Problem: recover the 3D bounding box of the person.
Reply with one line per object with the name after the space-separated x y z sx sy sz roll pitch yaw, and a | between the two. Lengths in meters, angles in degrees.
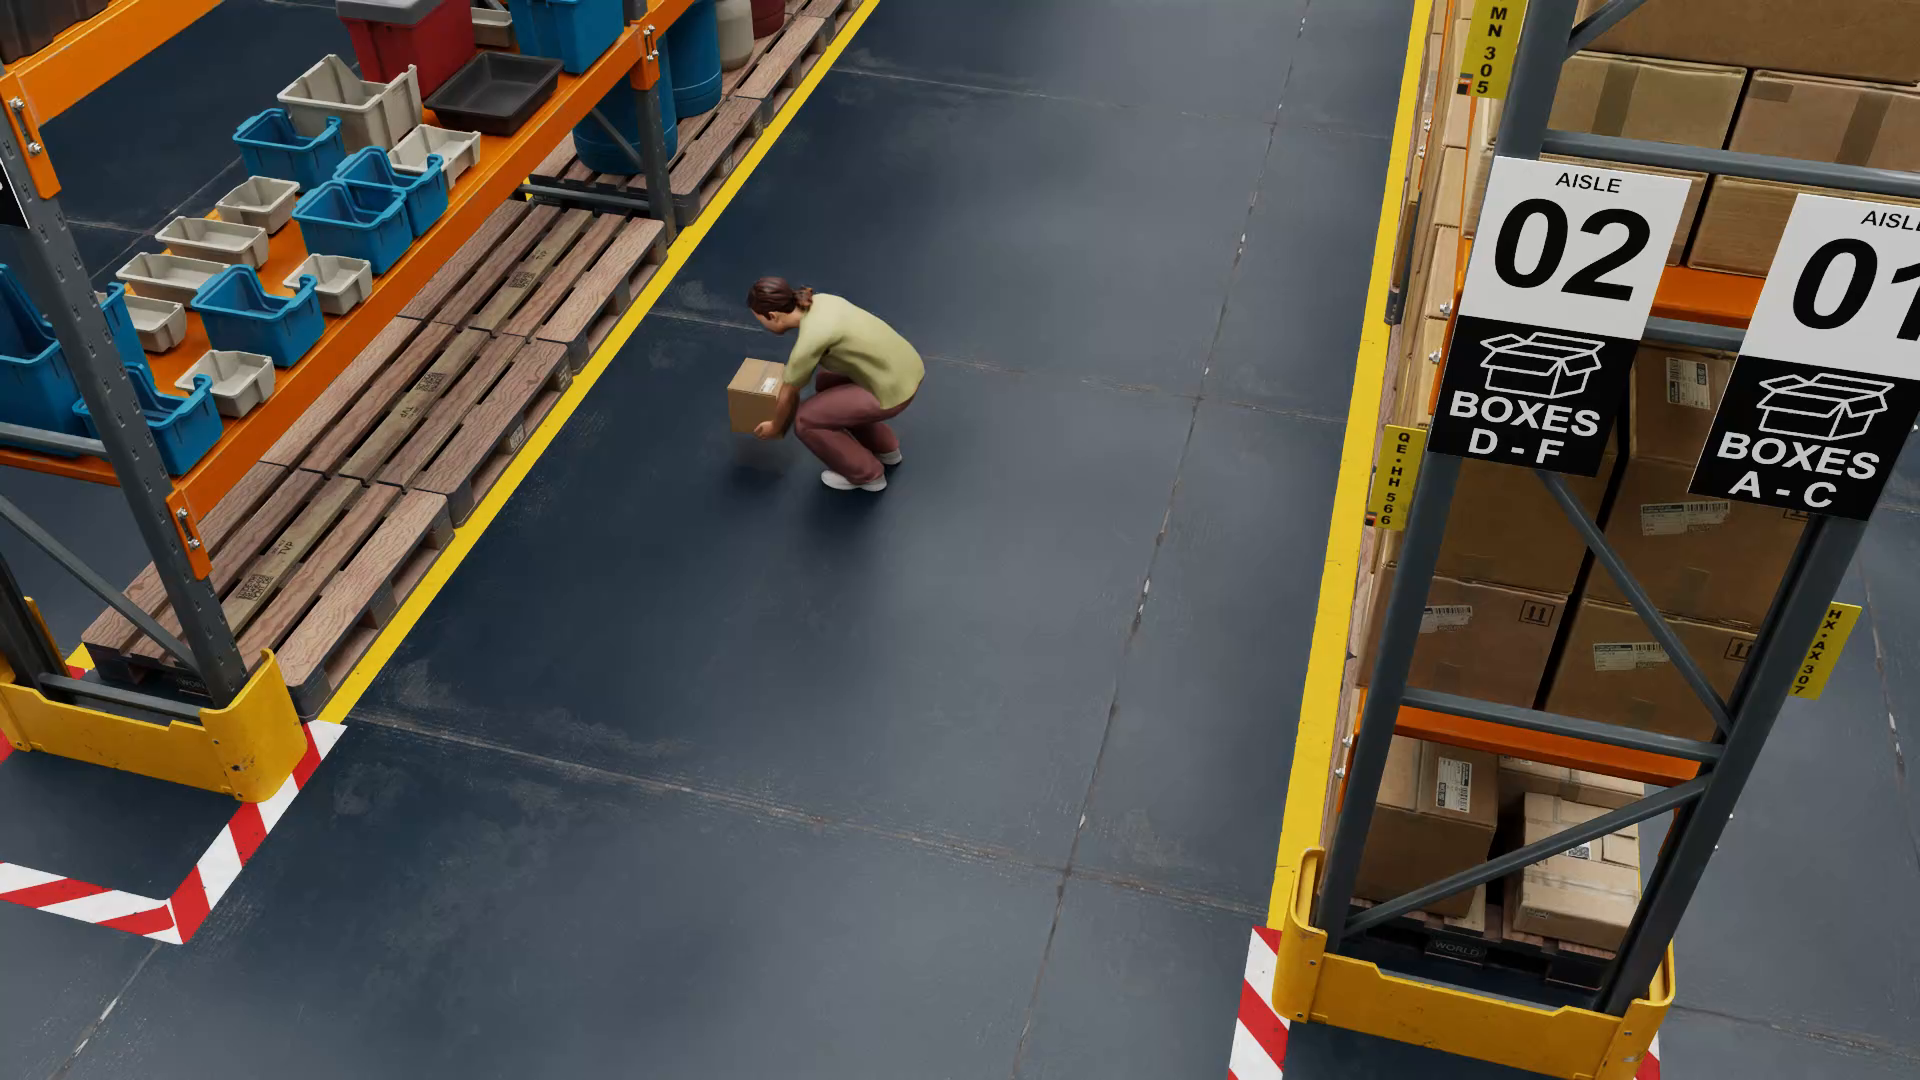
-0.551 -0.708 7.463 0.764 1.028 0.495 10 42 11 | person
